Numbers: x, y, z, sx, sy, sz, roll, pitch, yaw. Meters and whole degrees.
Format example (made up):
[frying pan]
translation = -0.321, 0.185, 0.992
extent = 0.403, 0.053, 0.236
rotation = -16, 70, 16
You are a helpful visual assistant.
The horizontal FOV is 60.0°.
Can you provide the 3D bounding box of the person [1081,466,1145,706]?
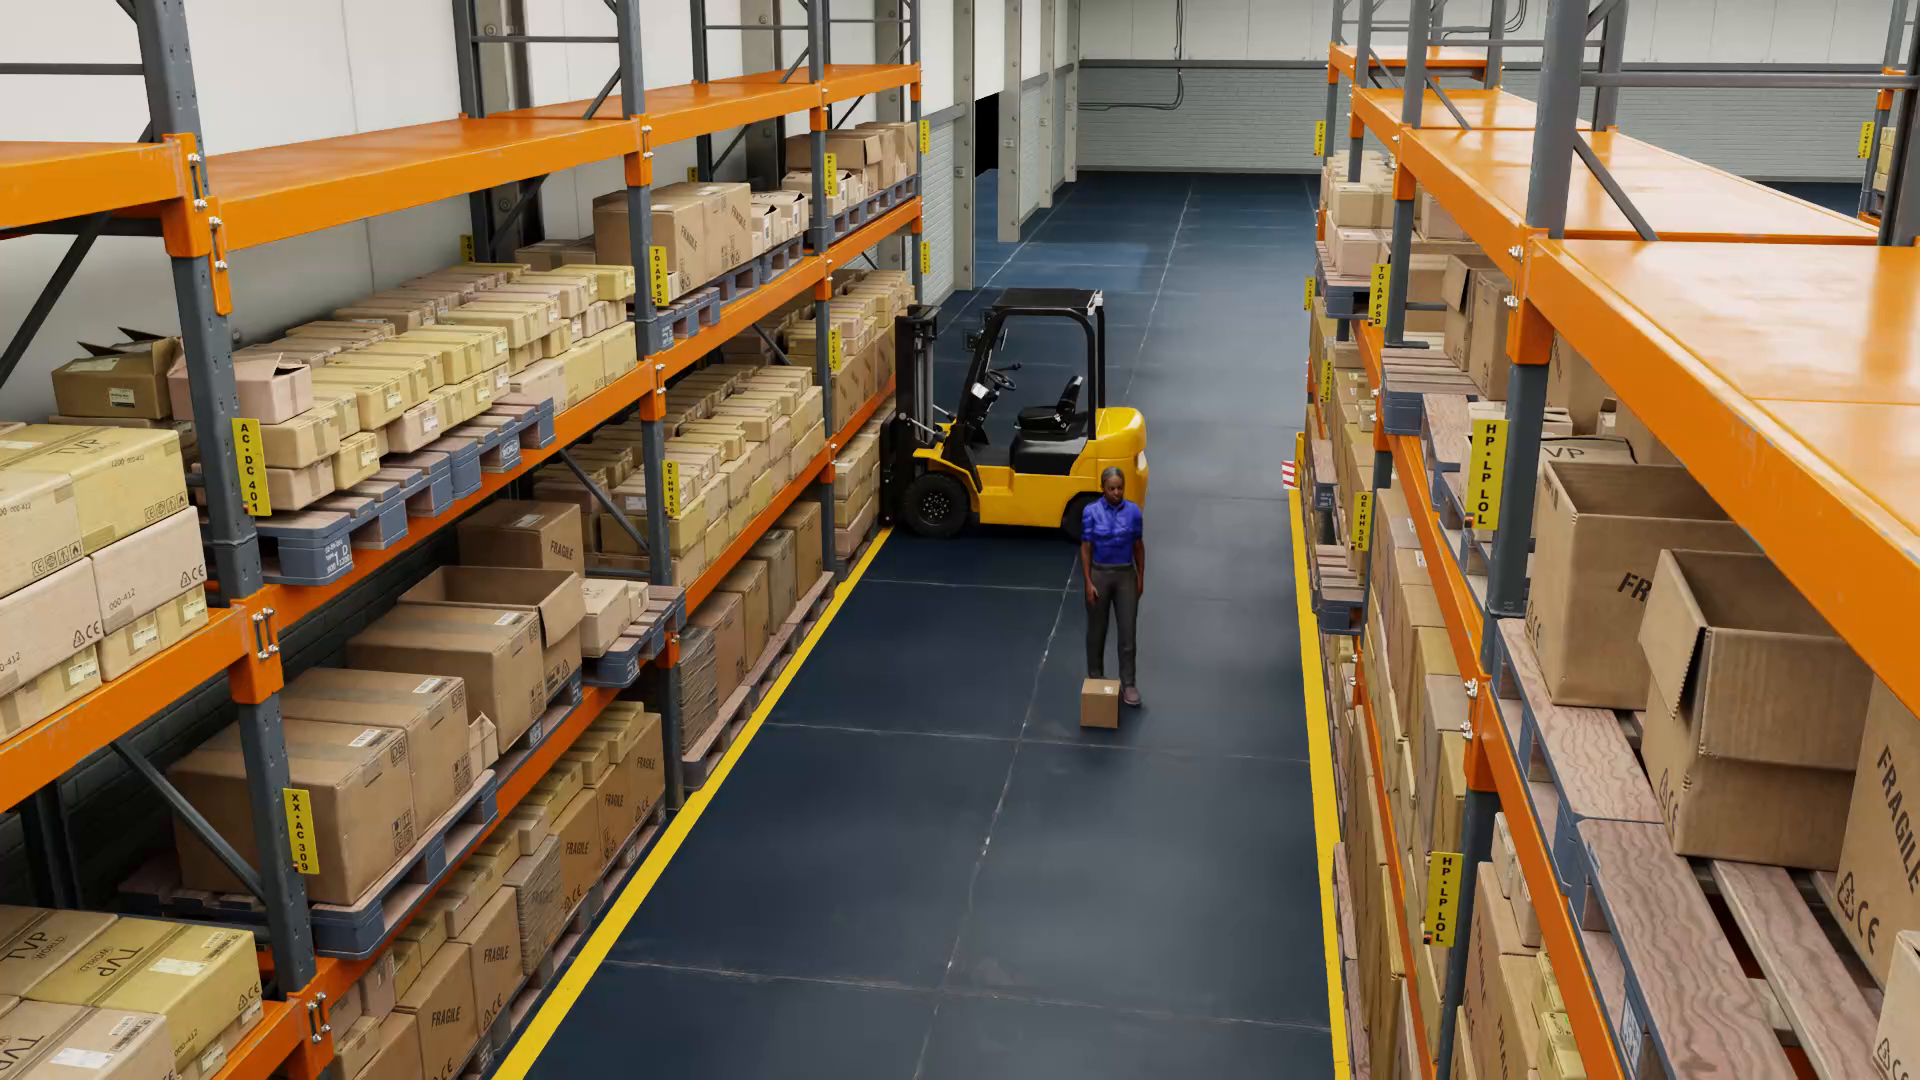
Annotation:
[person]
translation = 1.076, 0.304, 11.599
extent = 0.464, 1.666, 0.505
rotation = -2, 18, -7
